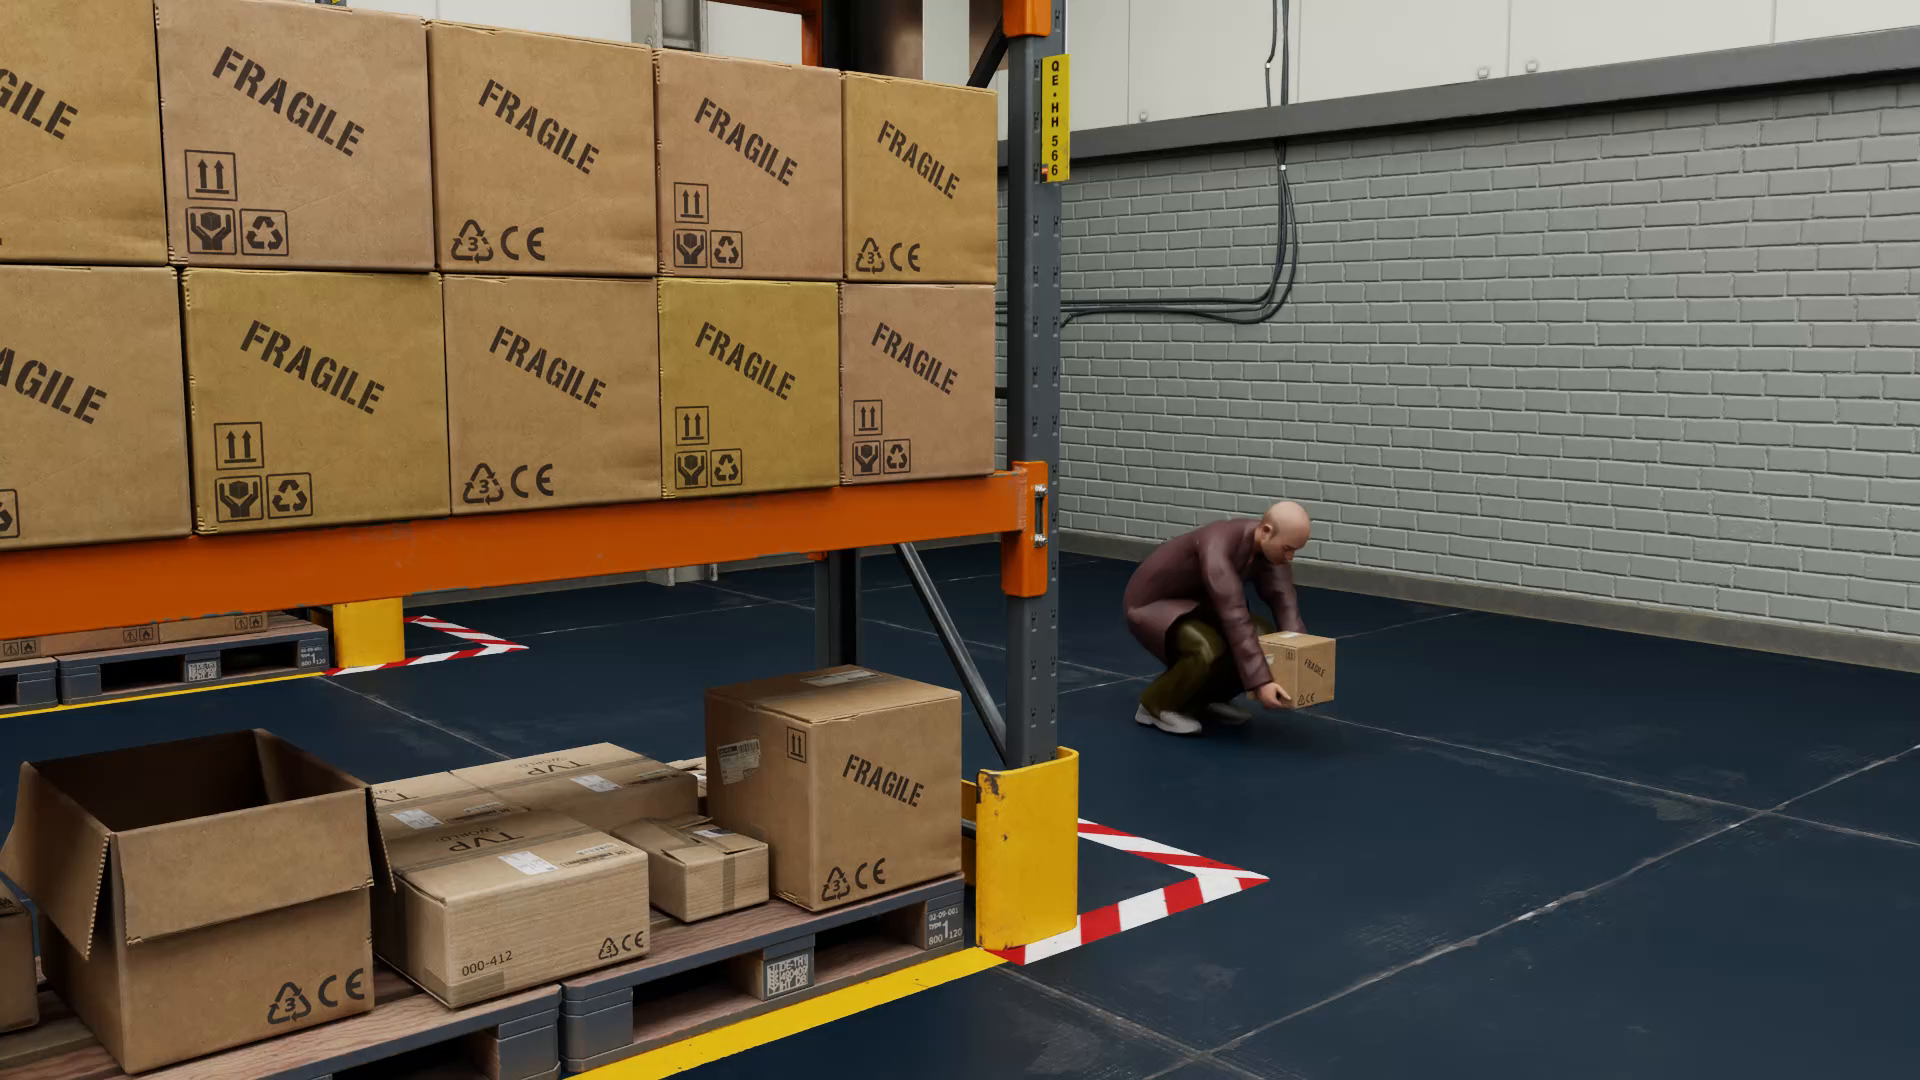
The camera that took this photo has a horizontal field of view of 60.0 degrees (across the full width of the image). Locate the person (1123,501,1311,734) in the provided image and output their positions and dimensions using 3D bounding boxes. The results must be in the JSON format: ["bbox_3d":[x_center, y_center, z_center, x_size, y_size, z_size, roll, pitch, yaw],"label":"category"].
[{"bbox_3d":[1.099,0.326,6.953,0.577,0.979,0.940,-7,10,-42],"label":"person"}]
